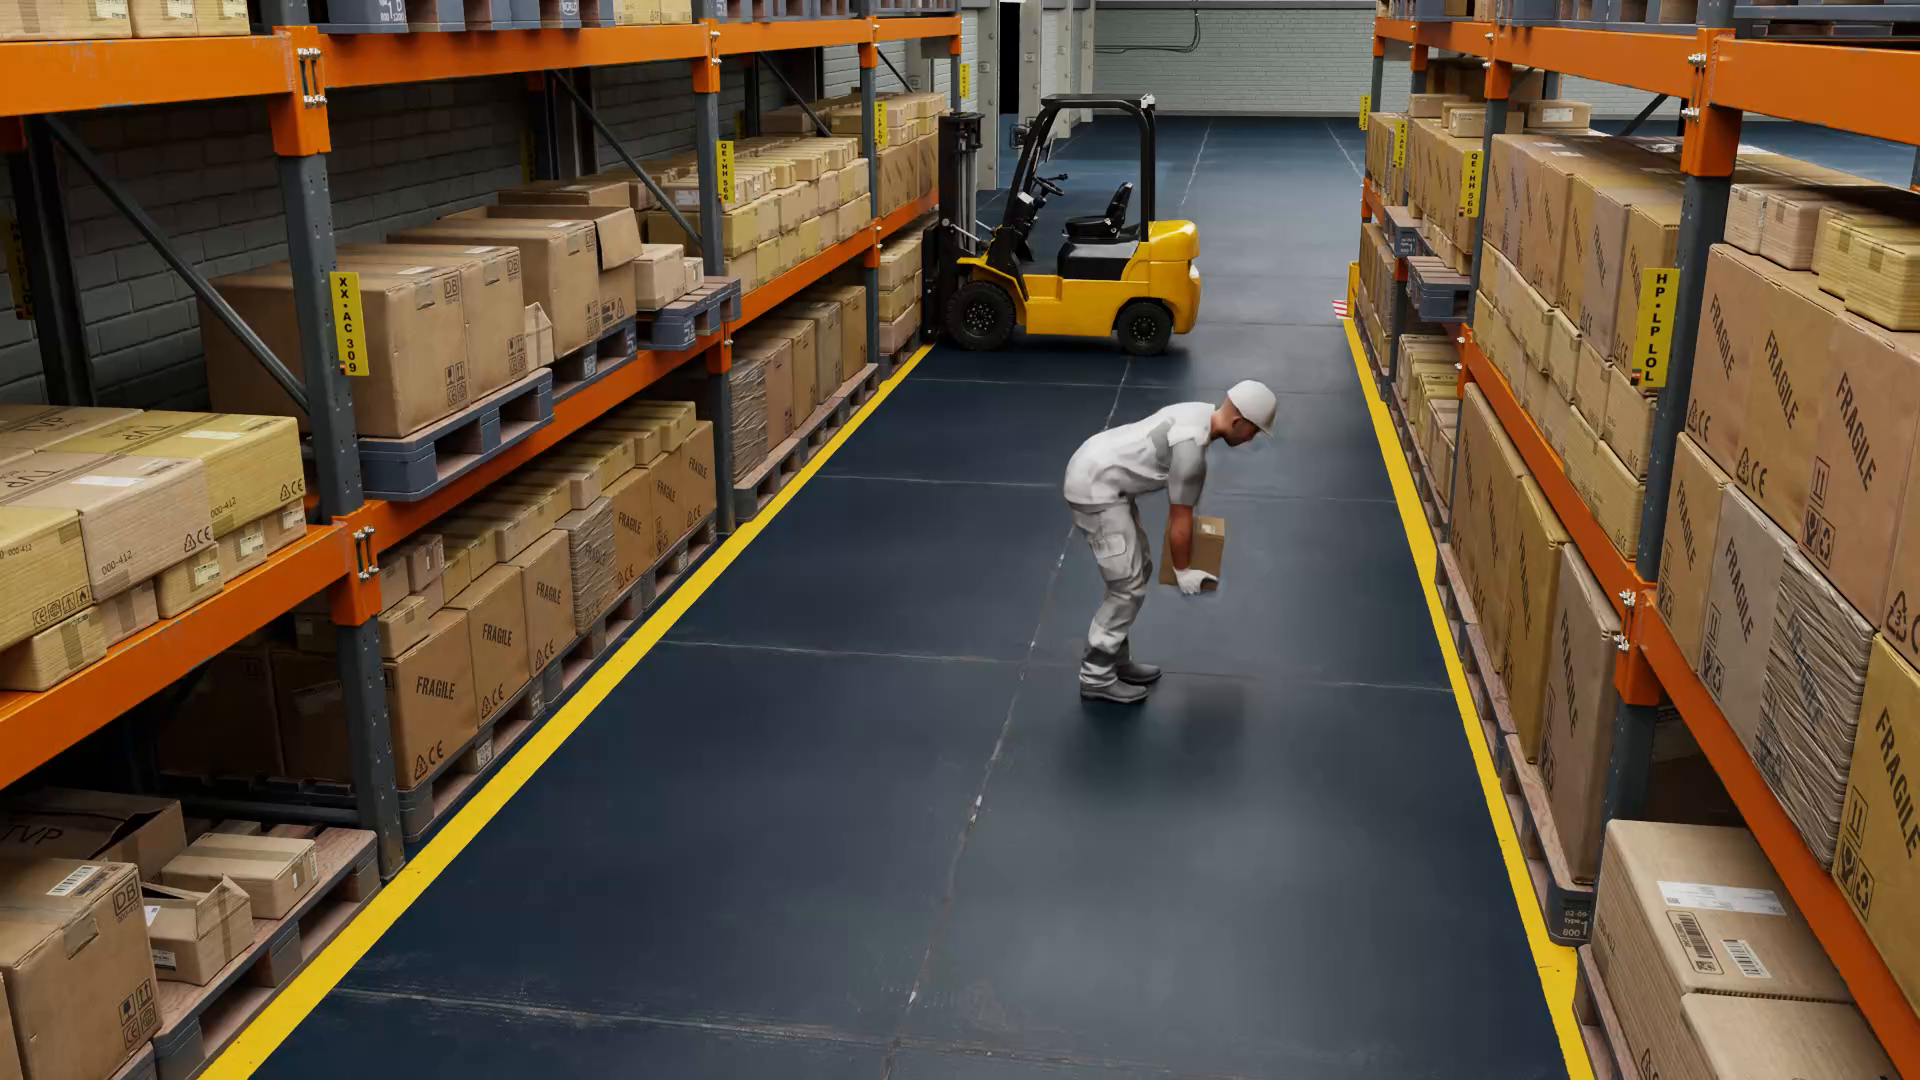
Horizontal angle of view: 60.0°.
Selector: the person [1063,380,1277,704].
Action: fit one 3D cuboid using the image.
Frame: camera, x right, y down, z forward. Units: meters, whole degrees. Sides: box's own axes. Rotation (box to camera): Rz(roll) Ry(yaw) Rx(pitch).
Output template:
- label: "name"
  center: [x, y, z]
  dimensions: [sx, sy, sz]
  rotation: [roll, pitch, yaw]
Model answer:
- label: "person"
  center: [0.884, -0.006, 7.163]
  dimensions: [0.886, 1.401, 0.485]
  rotation: [2, 18, 7]
